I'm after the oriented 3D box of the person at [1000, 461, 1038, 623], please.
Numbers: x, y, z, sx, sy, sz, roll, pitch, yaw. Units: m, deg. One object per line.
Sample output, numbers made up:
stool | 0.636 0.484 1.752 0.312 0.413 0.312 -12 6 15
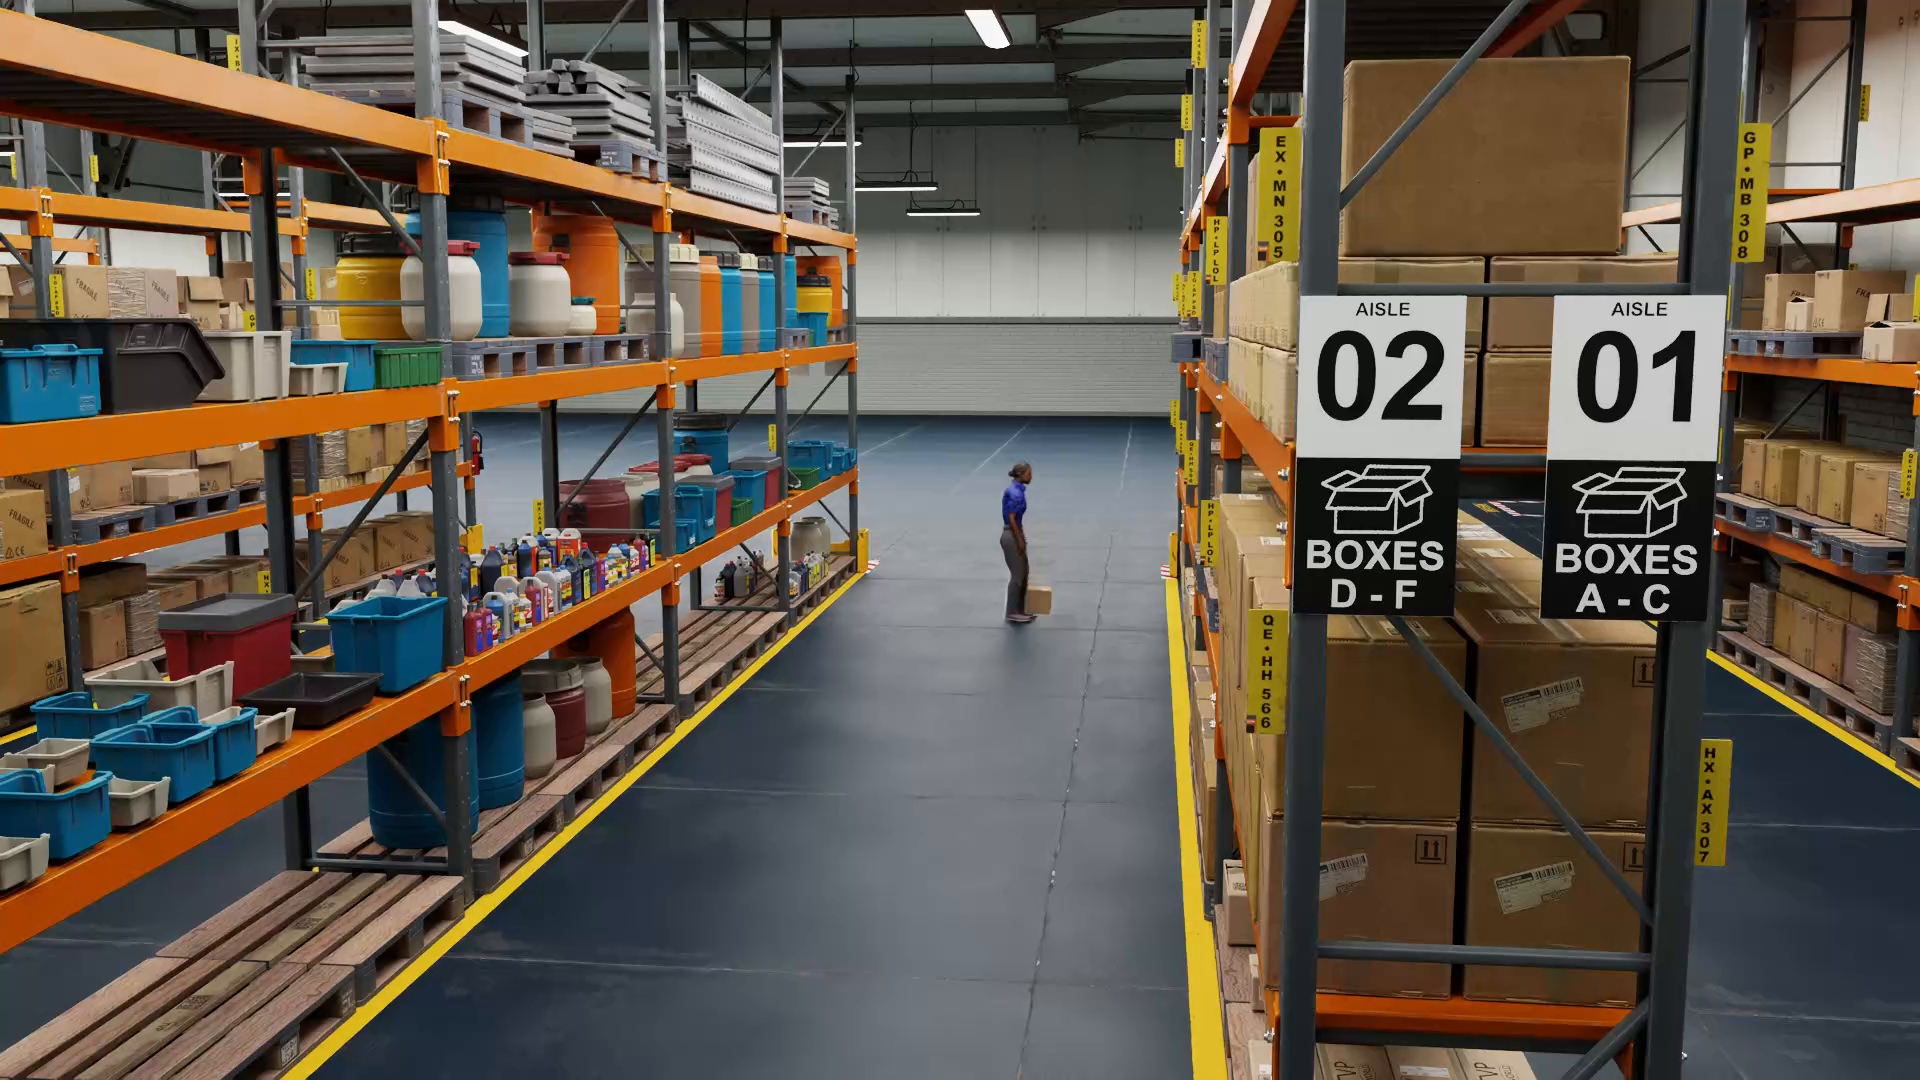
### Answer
person | 0.615 0.003 17.291 0.399 1.656 0.502 1 8 4
